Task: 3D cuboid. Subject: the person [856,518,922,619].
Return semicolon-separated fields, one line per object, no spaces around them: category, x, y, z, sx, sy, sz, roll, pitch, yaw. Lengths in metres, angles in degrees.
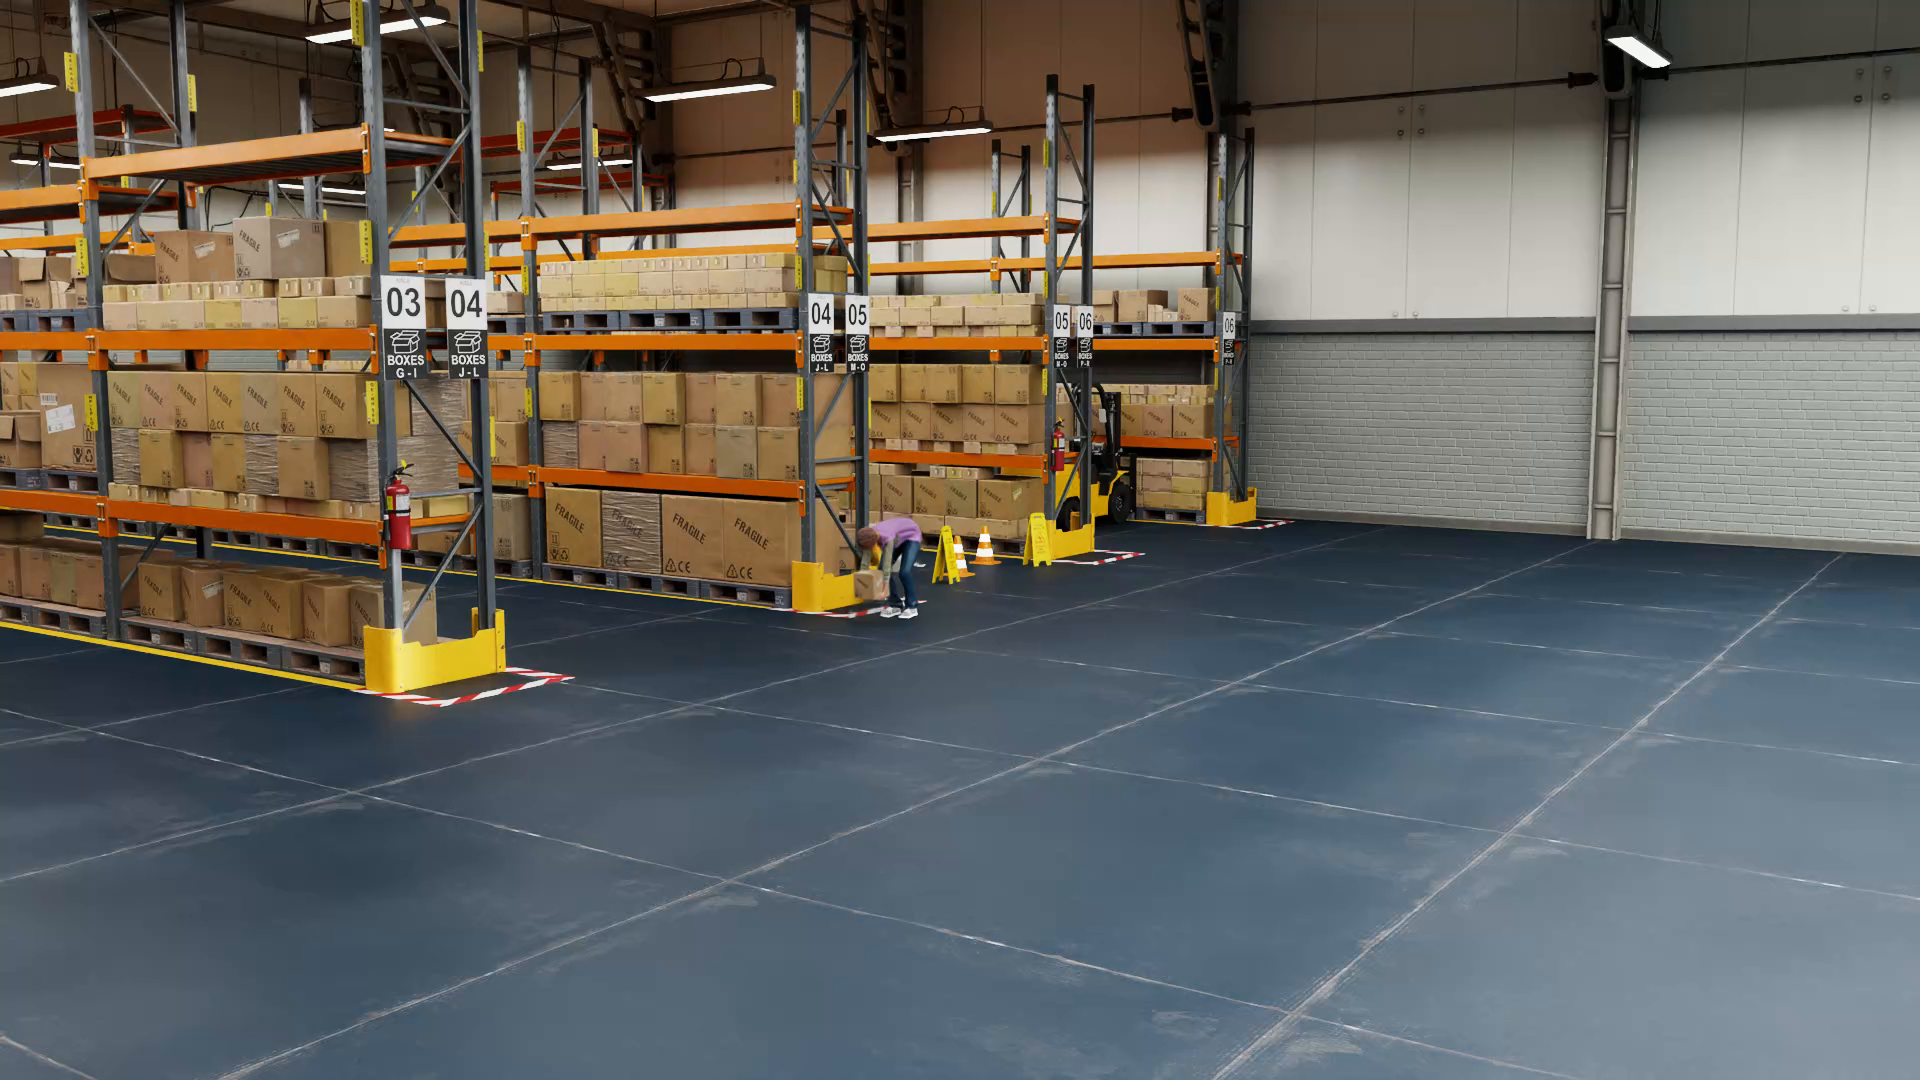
person;-0.711;0.291;16.325;0.394;0.990;0.871;5;8;37
